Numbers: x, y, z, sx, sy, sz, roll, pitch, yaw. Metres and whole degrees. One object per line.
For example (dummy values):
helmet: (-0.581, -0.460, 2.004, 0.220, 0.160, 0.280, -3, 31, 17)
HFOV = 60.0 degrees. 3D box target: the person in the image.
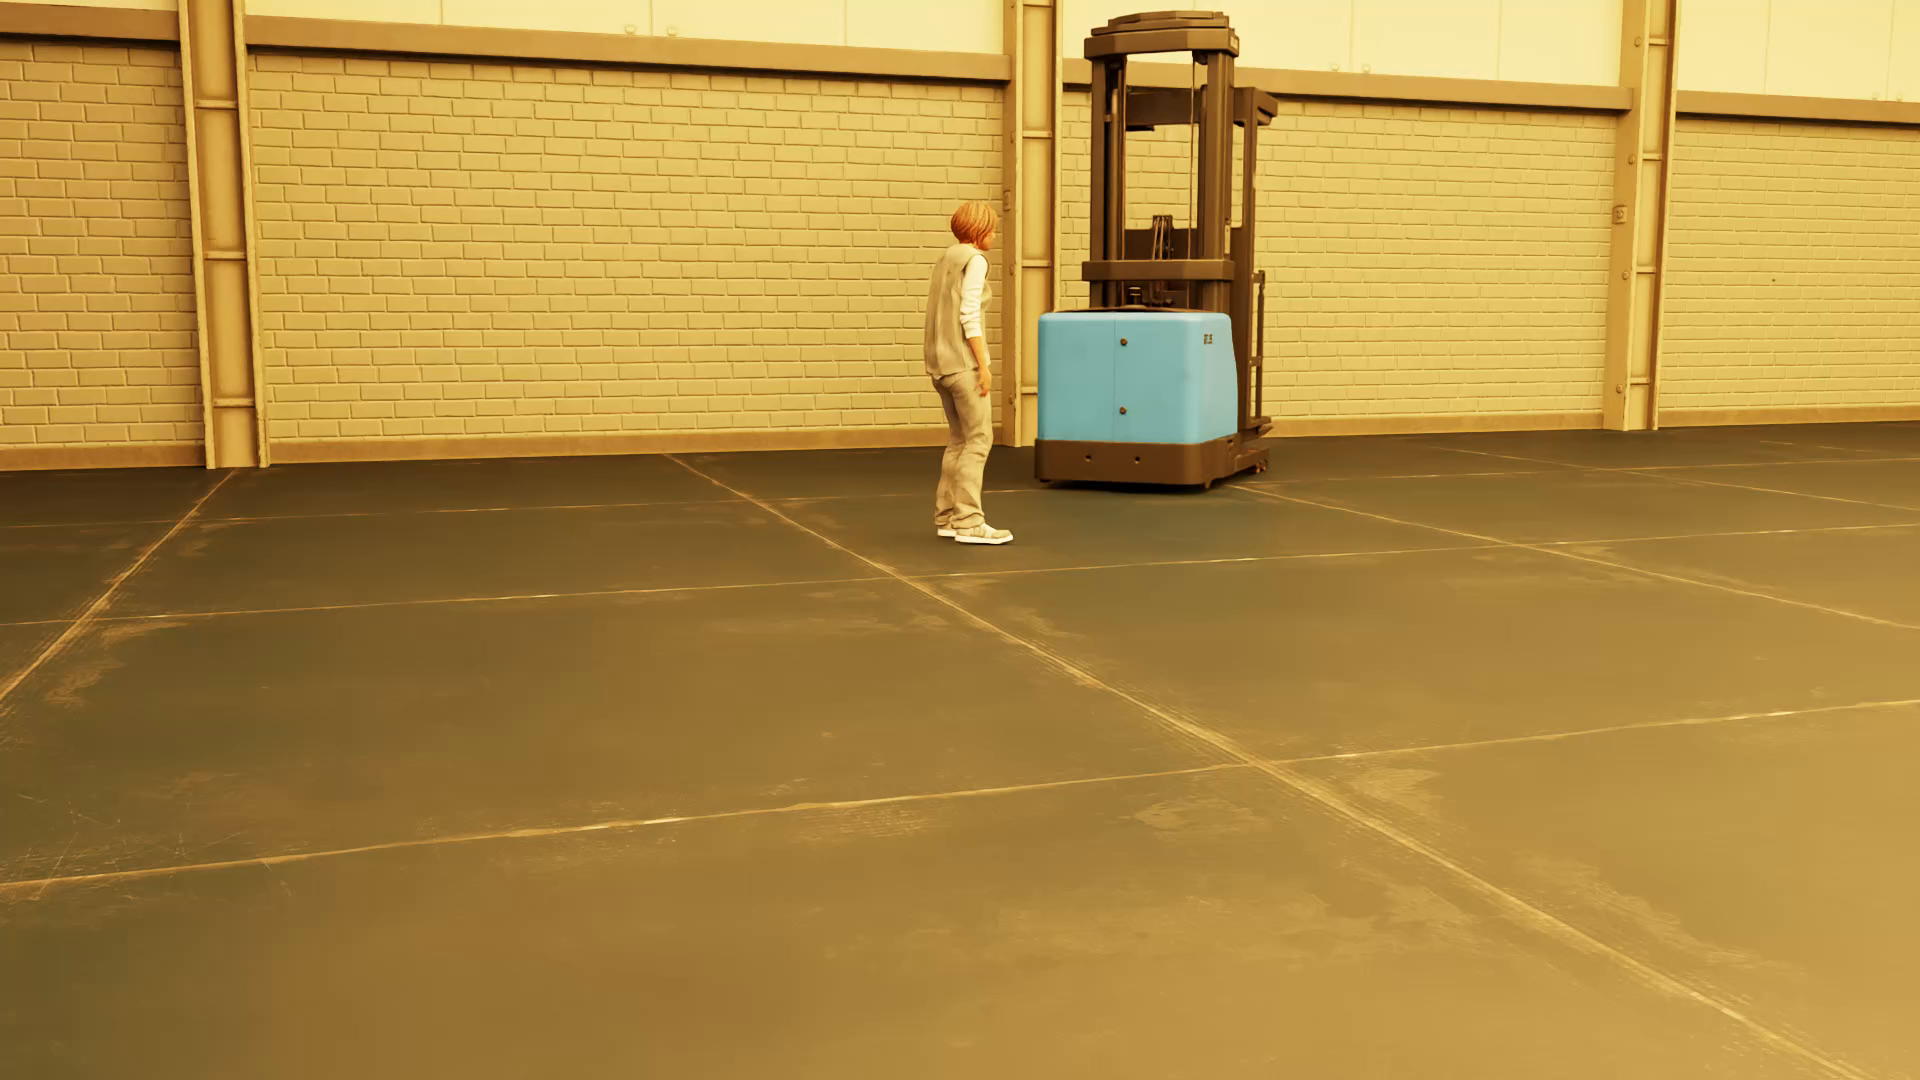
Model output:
person: (0.018, -0.790, 7.829, 0.344, 1.592, 0.467, -3, 8, -20)

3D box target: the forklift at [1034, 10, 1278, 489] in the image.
forklift: (1.480, -1.917, 11.142, 1.130, 2.935, 3.031, 3, 8, 22)
